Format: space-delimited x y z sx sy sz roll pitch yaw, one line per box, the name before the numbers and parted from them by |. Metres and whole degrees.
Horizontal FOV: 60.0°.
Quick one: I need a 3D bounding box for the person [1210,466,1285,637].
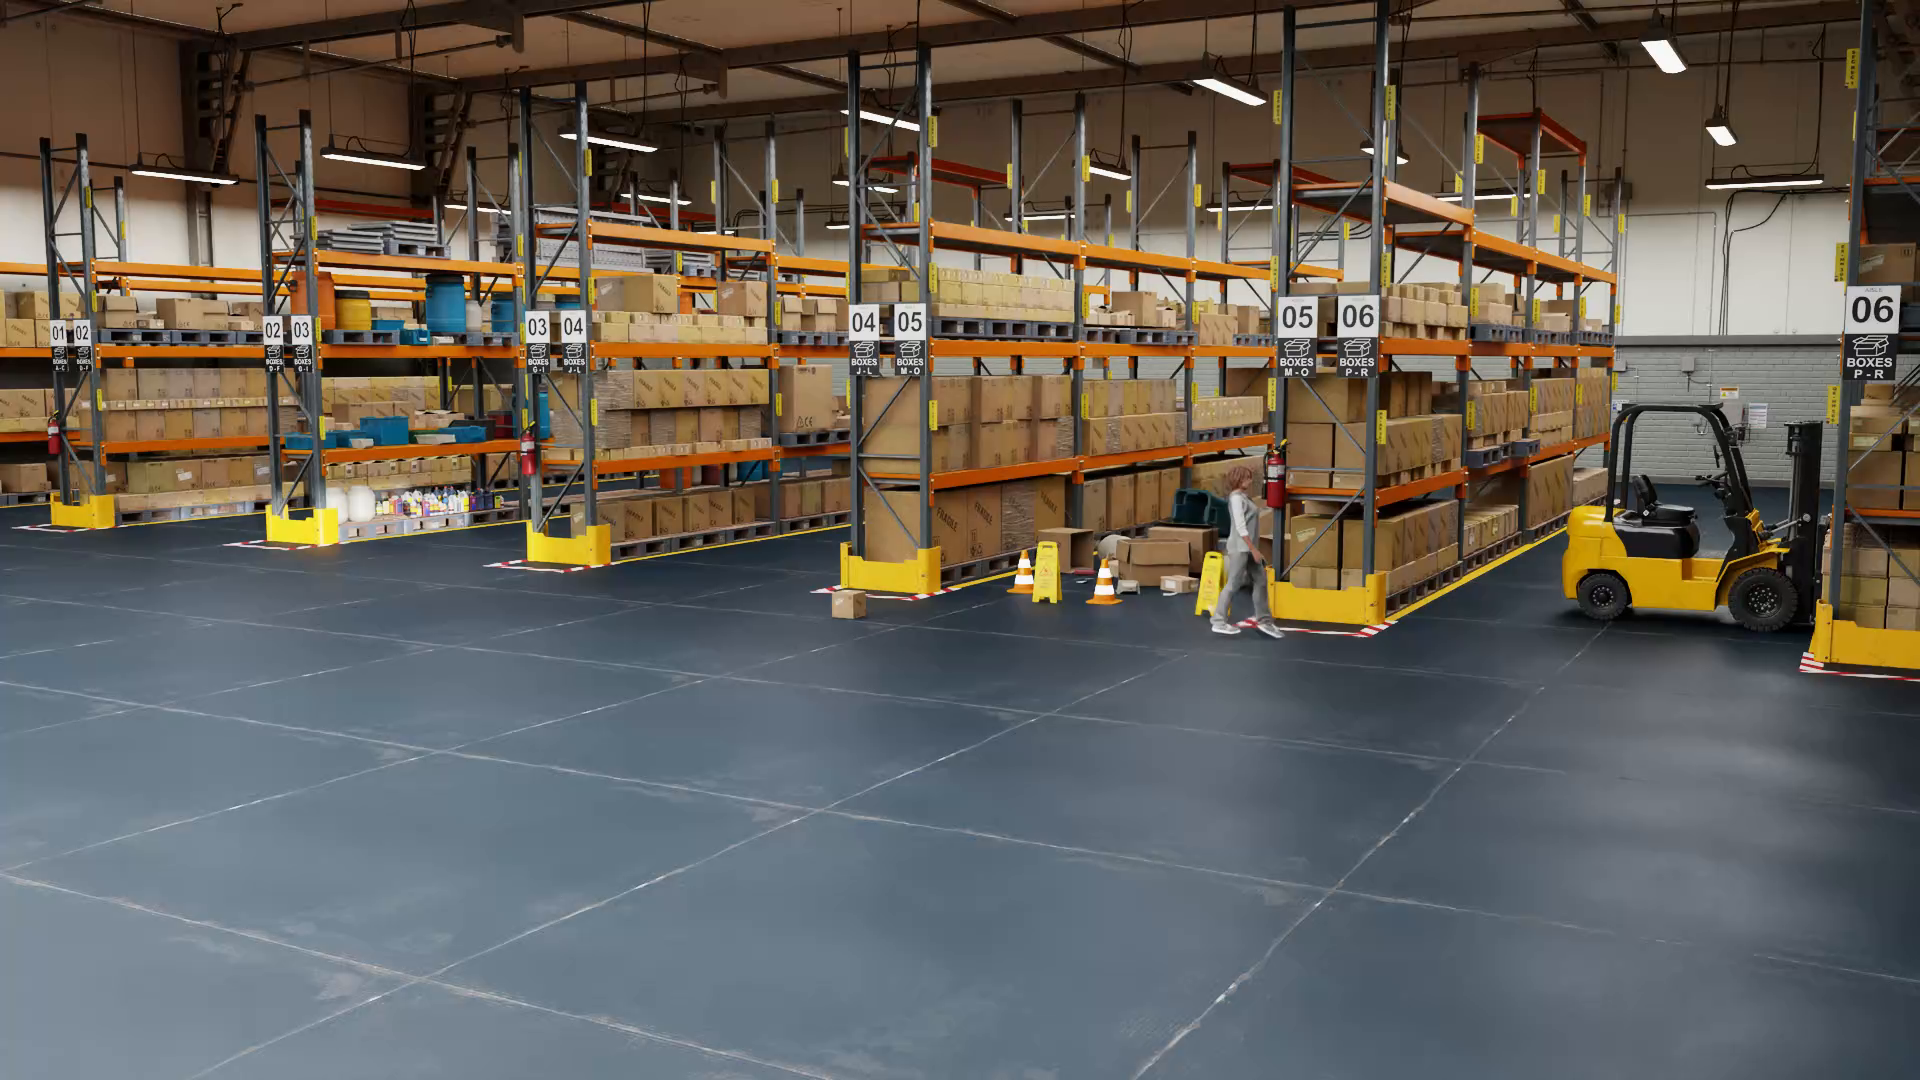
person | 2.685 0.121 15.489 0.679 1.625 0.451 2 7 19
